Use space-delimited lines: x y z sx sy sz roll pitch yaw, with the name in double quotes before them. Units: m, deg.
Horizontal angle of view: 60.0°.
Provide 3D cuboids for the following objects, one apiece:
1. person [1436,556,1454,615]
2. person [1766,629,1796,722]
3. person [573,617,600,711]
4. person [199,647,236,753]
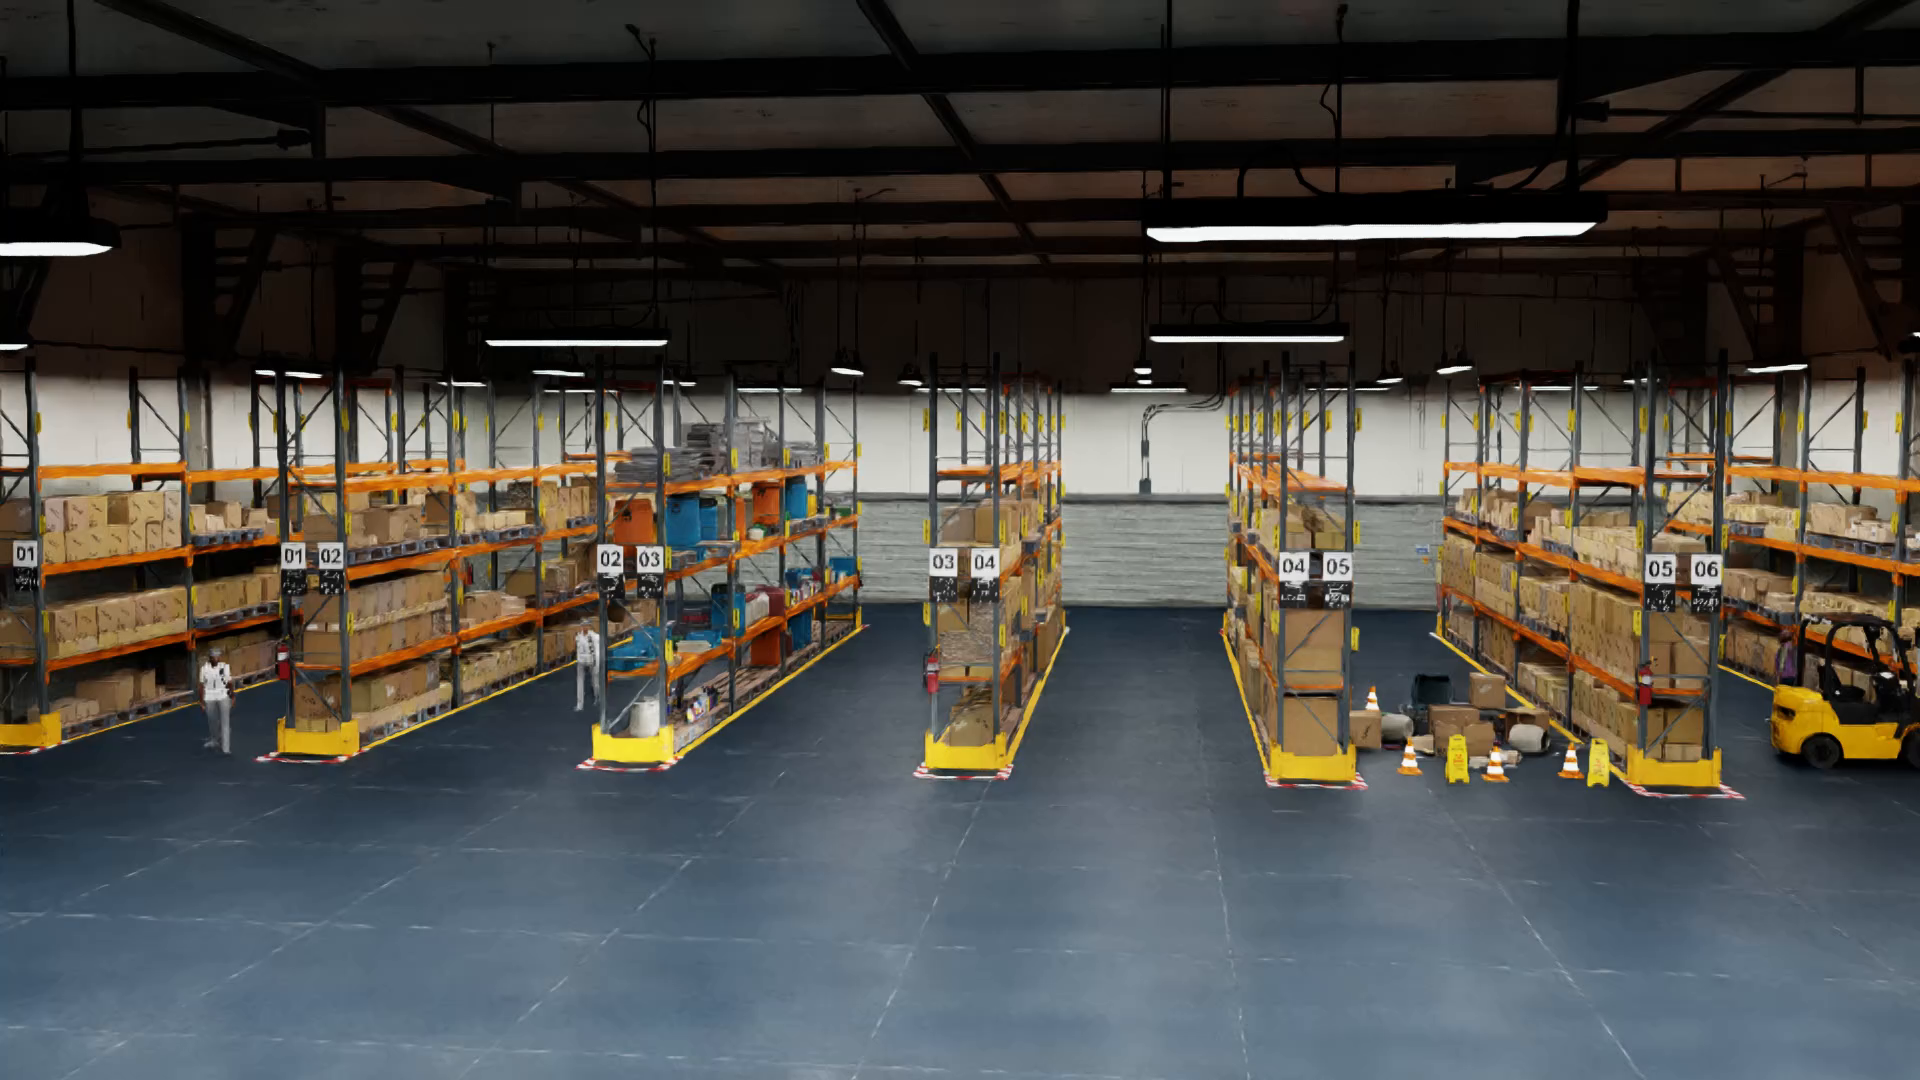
"person" 12.580 1.131 43.118 0.509 1.660 0.558 4 6 44
"person" 13.571 2.255 27.393 0.529 1.590 0.516 3 5 34
"person" -6.473 2.131 29.008 0.502 1.624 0.997 0 4 5
"person" -11.290 2.413 25.262 0.489 1.608 0.942 -1 4 -15
